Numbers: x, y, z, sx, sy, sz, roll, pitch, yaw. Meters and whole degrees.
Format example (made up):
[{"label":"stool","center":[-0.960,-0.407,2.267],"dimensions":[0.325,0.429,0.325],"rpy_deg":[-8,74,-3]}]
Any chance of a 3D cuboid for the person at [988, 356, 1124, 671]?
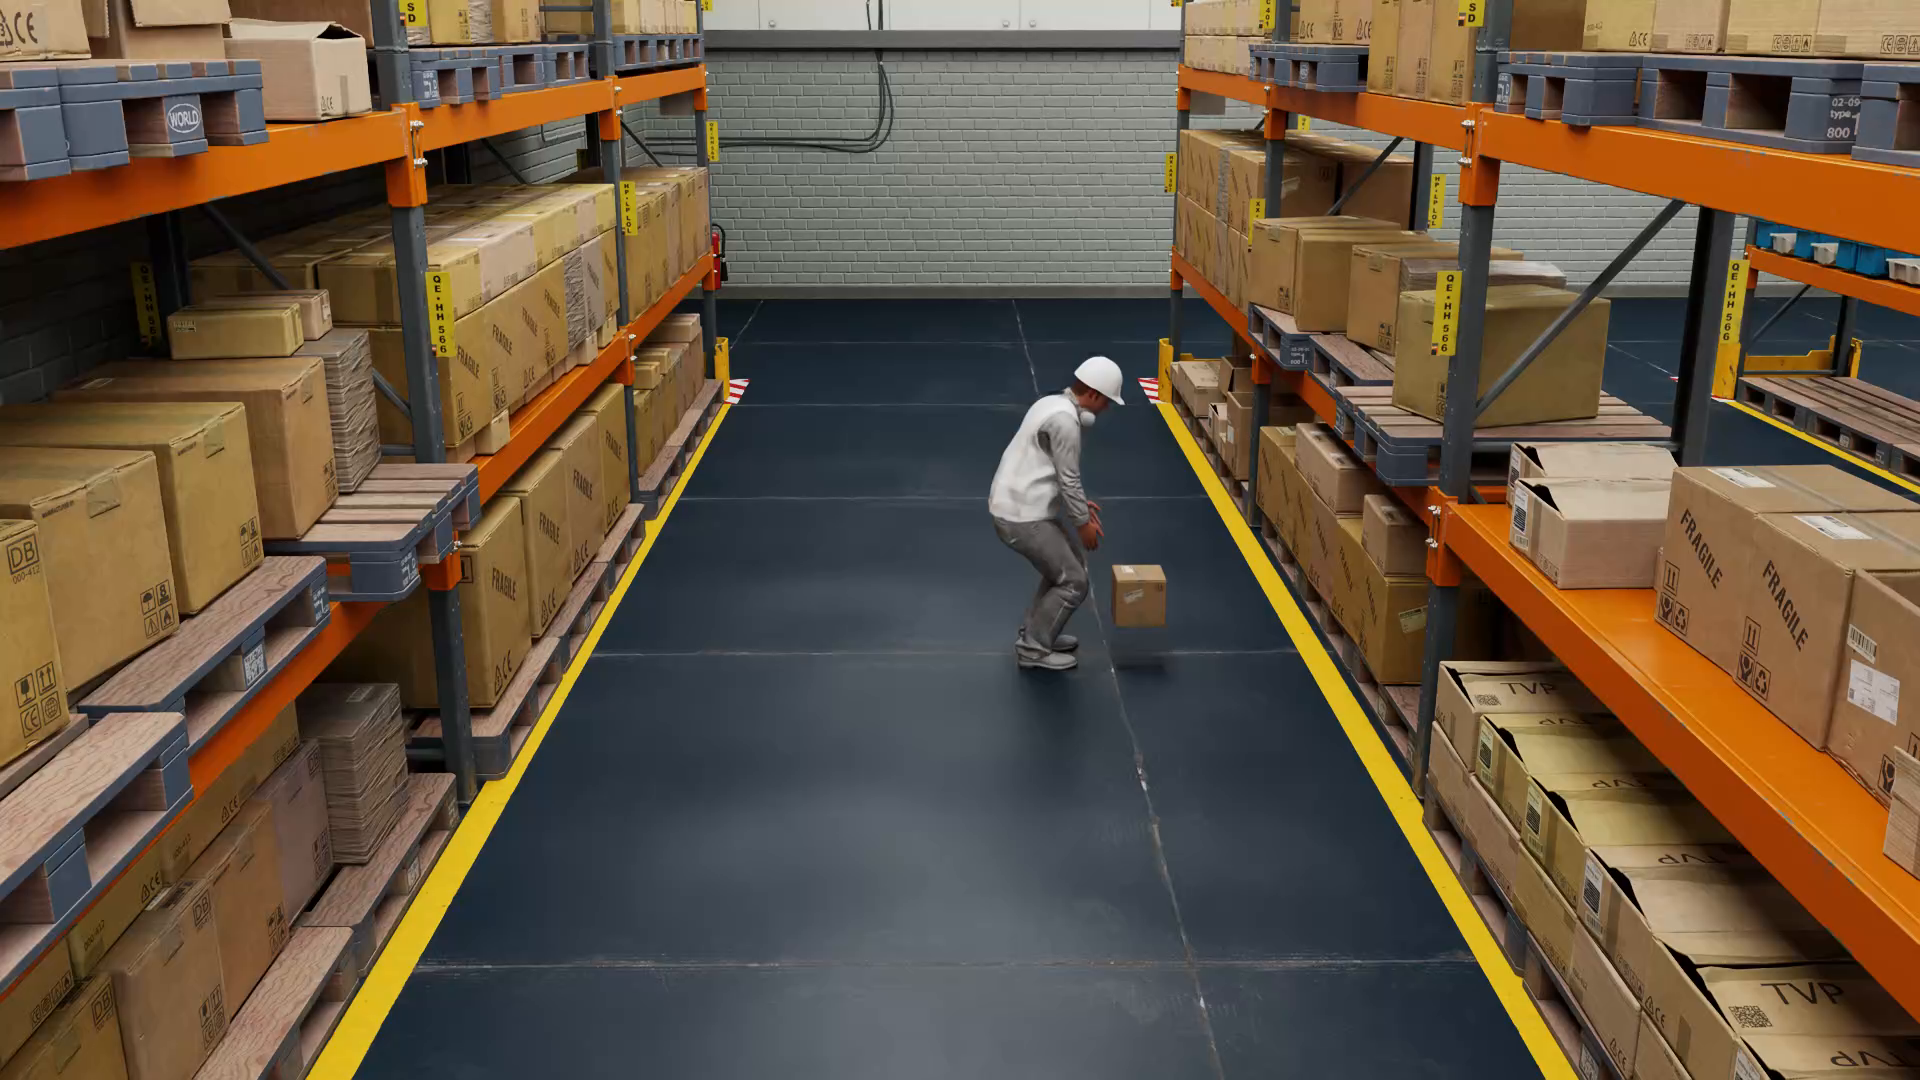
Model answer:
[{"label":"person","center":[0.476,-0.151,8.373],"dimensions":[0.671,1.560,0.588],"rpy_deg":[0,17,0]}]
